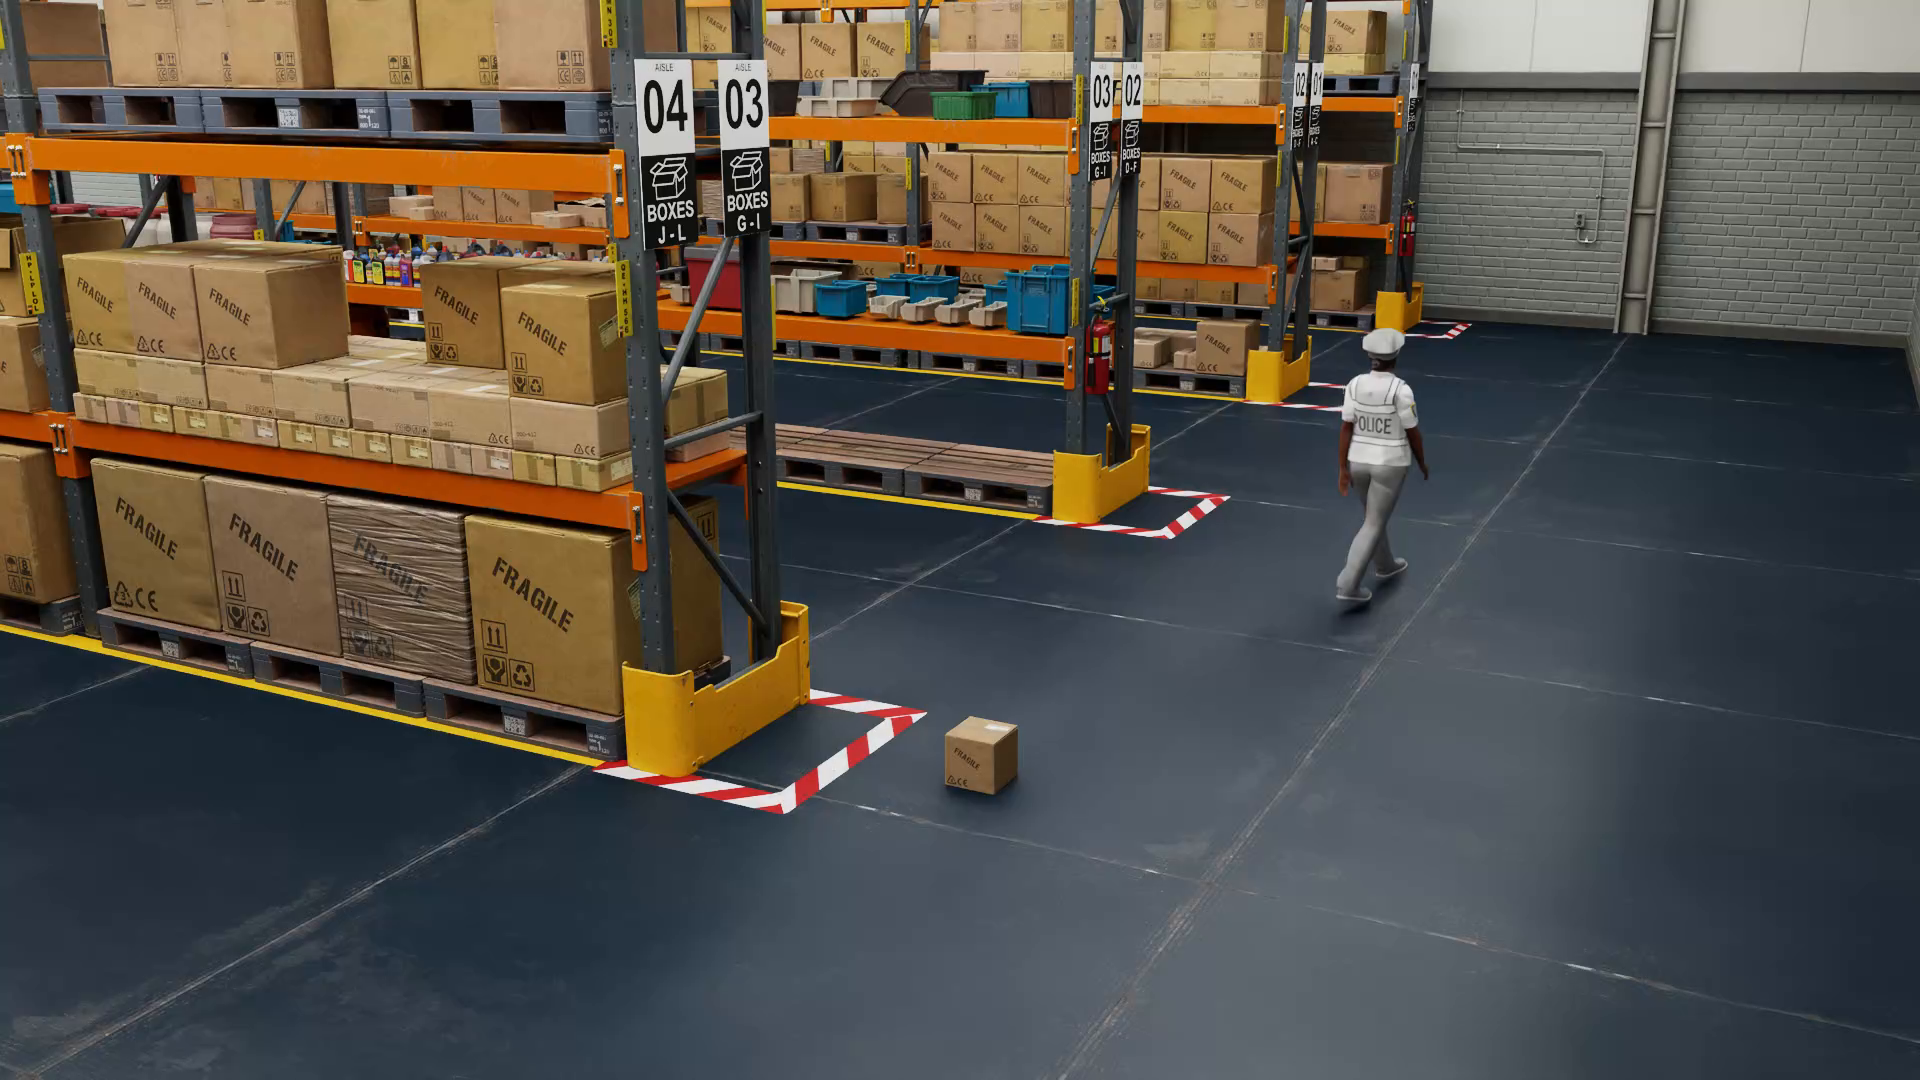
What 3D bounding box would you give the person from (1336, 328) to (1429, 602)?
[{"bbox_3d":[2.592,-0.480,10.125,0.988,1.632,0.449,-15,22,-42],"label":"person"}]
